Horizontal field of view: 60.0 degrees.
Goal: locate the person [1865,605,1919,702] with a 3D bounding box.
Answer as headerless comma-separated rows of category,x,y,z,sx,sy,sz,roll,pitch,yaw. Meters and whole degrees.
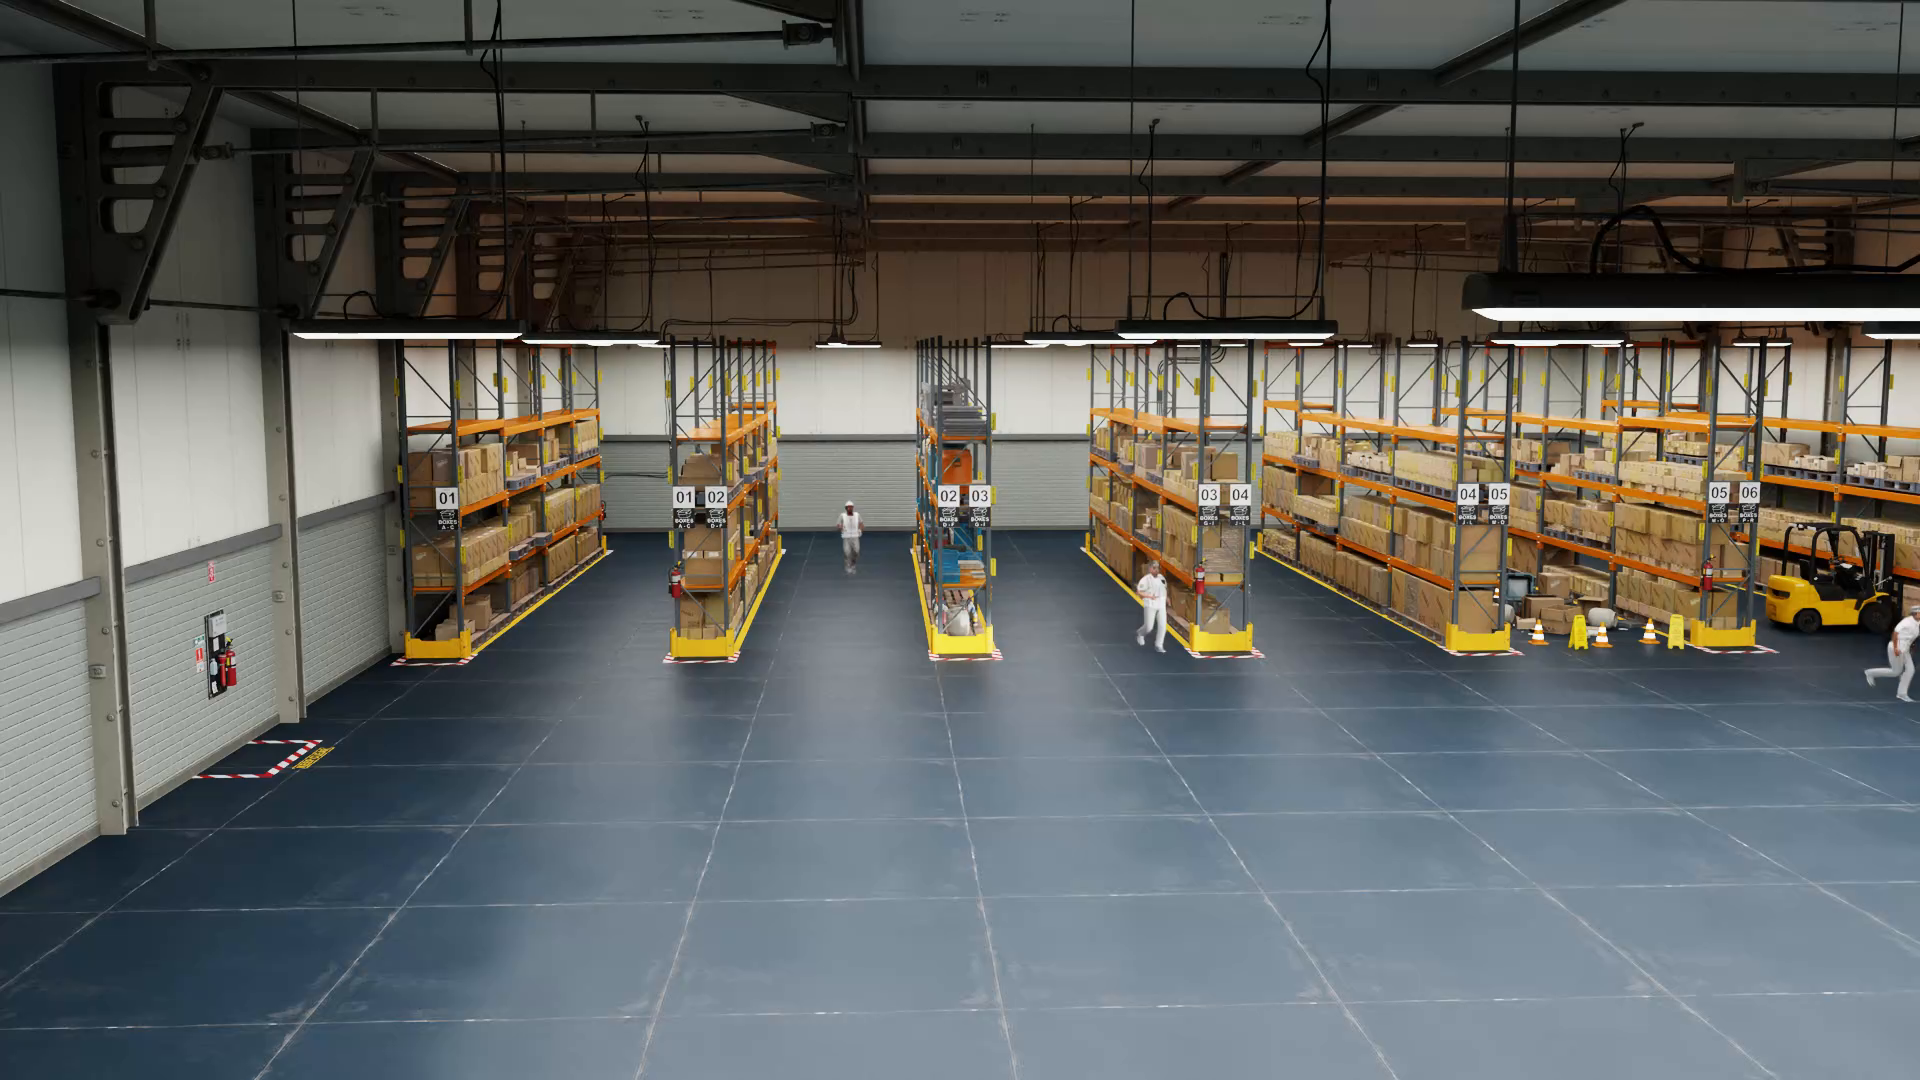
person,15.463,1.837,27.483,0.861,1.629,0.575,6,9,43

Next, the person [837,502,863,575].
person,-2.656,-0.031,40.555,0.666,1.804,0.608,-1,7,-12

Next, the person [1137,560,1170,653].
person,3.708,1.251,31.804,0.683,1.755,0.811,-2,7,-20
